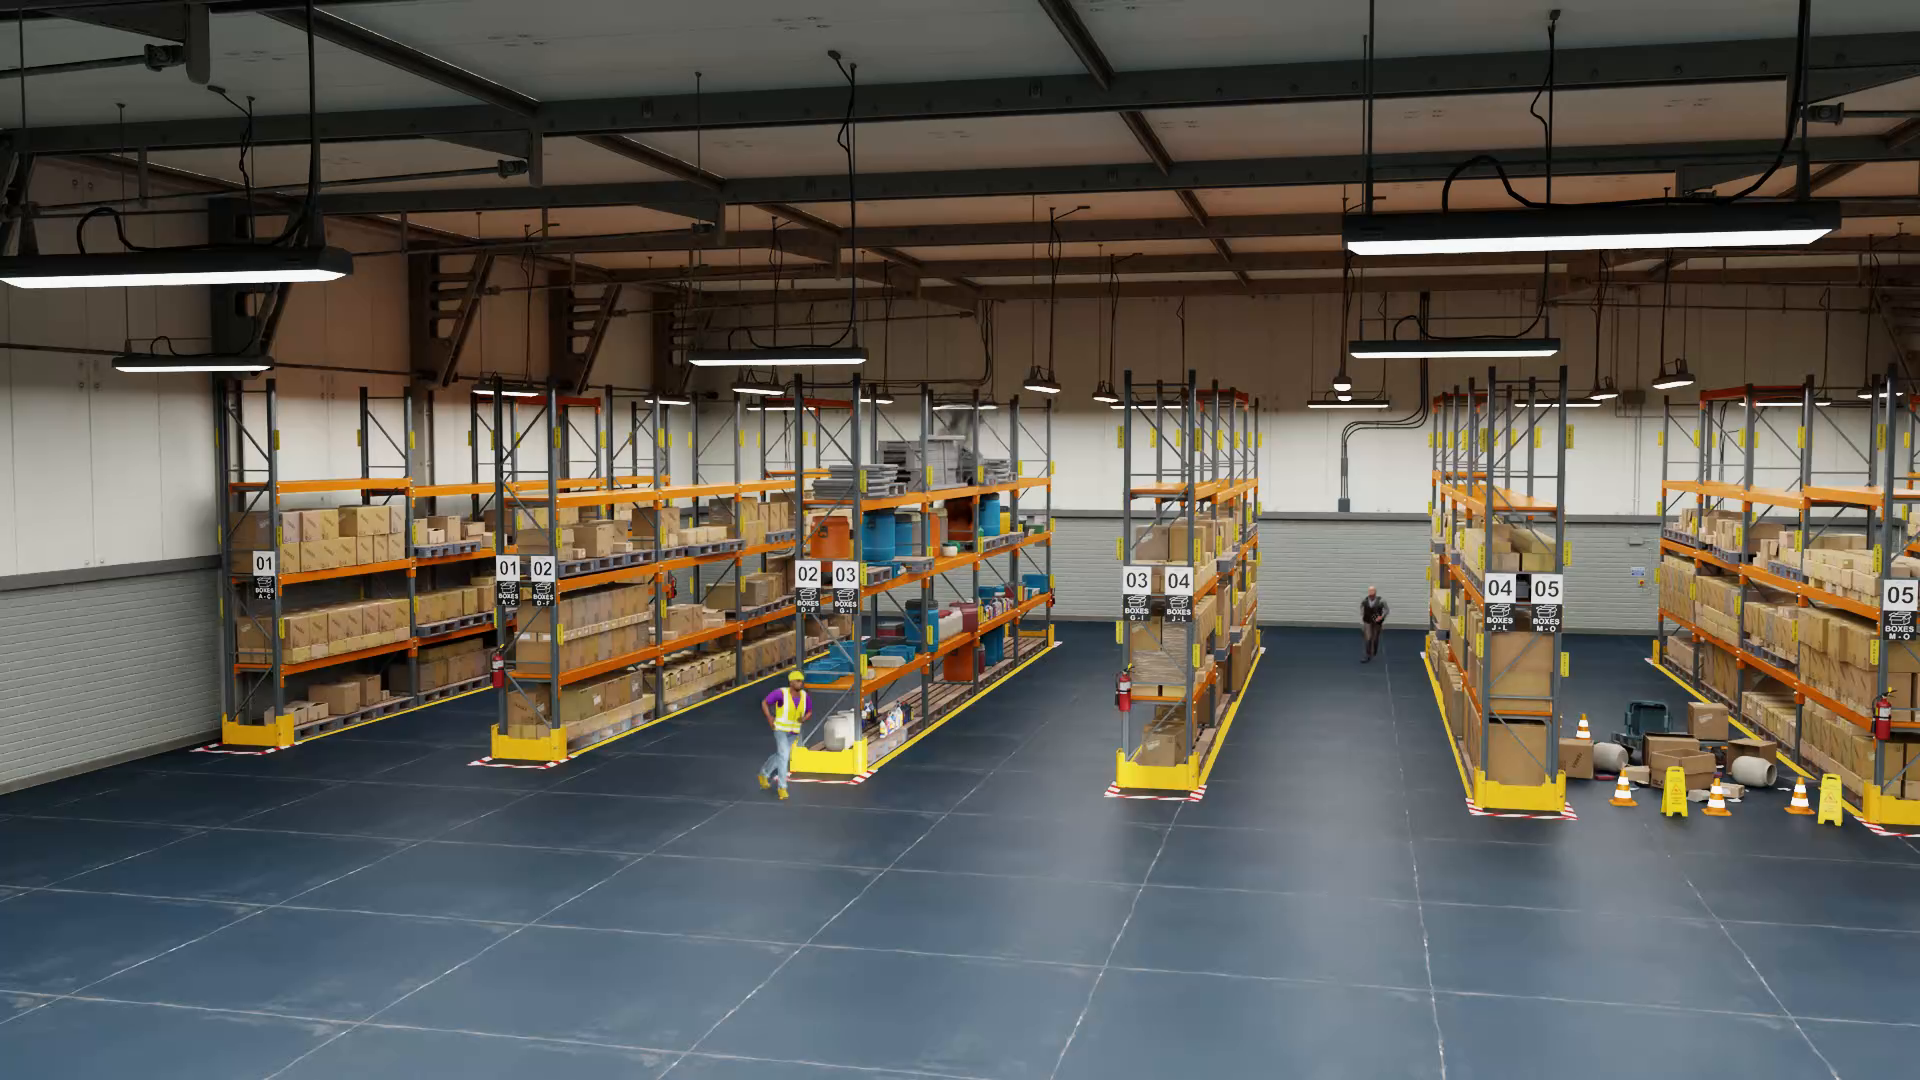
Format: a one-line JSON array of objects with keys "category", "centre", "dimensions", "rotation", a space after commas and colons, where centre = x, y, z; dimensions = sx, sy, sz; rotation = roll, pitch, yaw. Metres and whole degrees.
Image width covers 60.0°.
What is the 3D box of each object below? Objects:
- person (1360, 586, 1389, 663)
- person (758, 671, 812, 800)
[{"category": "person", "centre": [9.369, 1.897, 37.589], "dimensions": [0.671, 1.728, 0.792], "rotation": [2, 4, 26]}, {"category": "person", "centre": [-2.463, 2.723, 23.632], "dimensions": [0.704, 1.772, 0.884], "rotation": [-3, 4, -40]}]
